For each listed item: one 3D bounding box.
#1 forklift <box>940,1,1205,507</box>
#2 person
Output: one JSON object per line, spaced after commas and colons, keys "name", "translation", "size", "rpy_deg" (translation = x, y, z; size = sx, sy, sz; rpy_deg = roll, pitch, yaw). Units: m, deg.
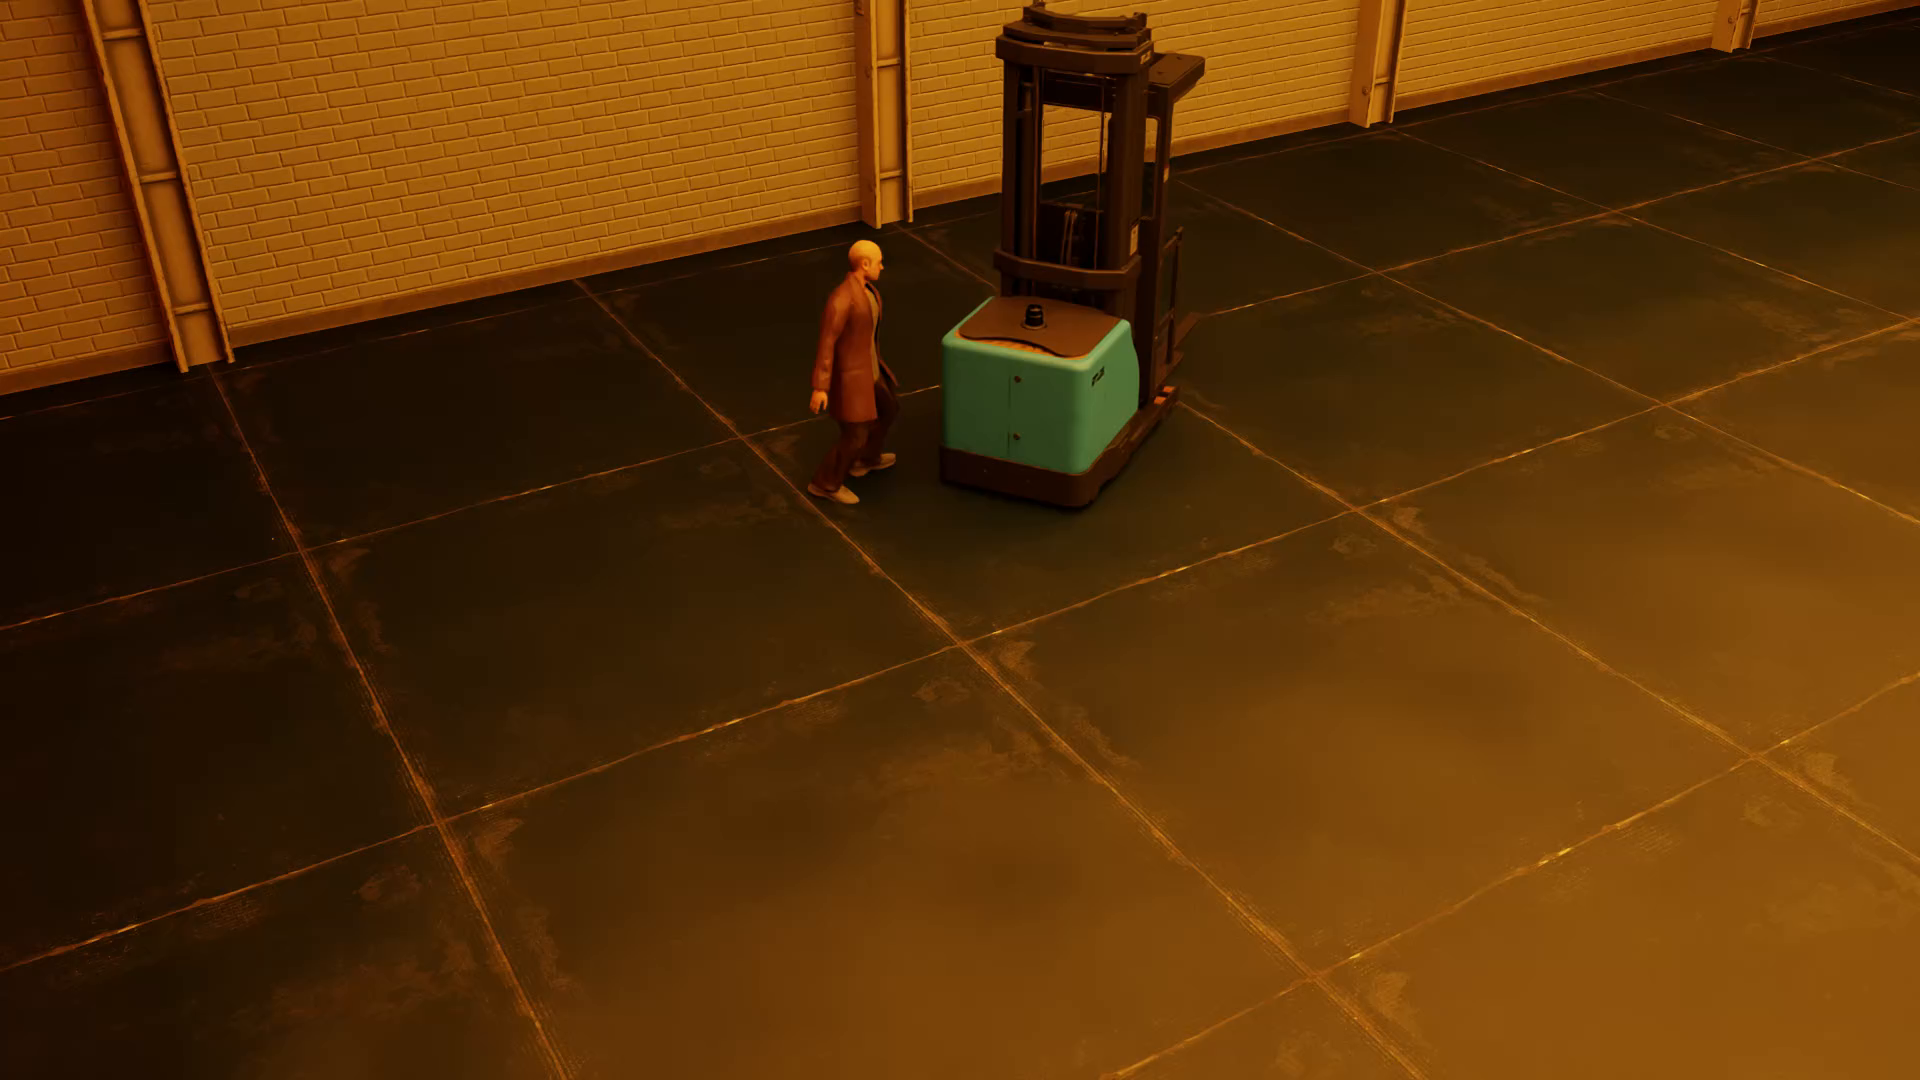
{"name": "forklift", "translation": [0.945, -2.206, 11.331], "size": [1.130, 2.935, 3.031], "rpy_deg": [13, 33, 21]}
{"name": "person", "translation": [-0.705, -1.061, 10.637], "size": [0.529, 1.749, 0.932], "rpy_deg": [11, 32, 17]}
